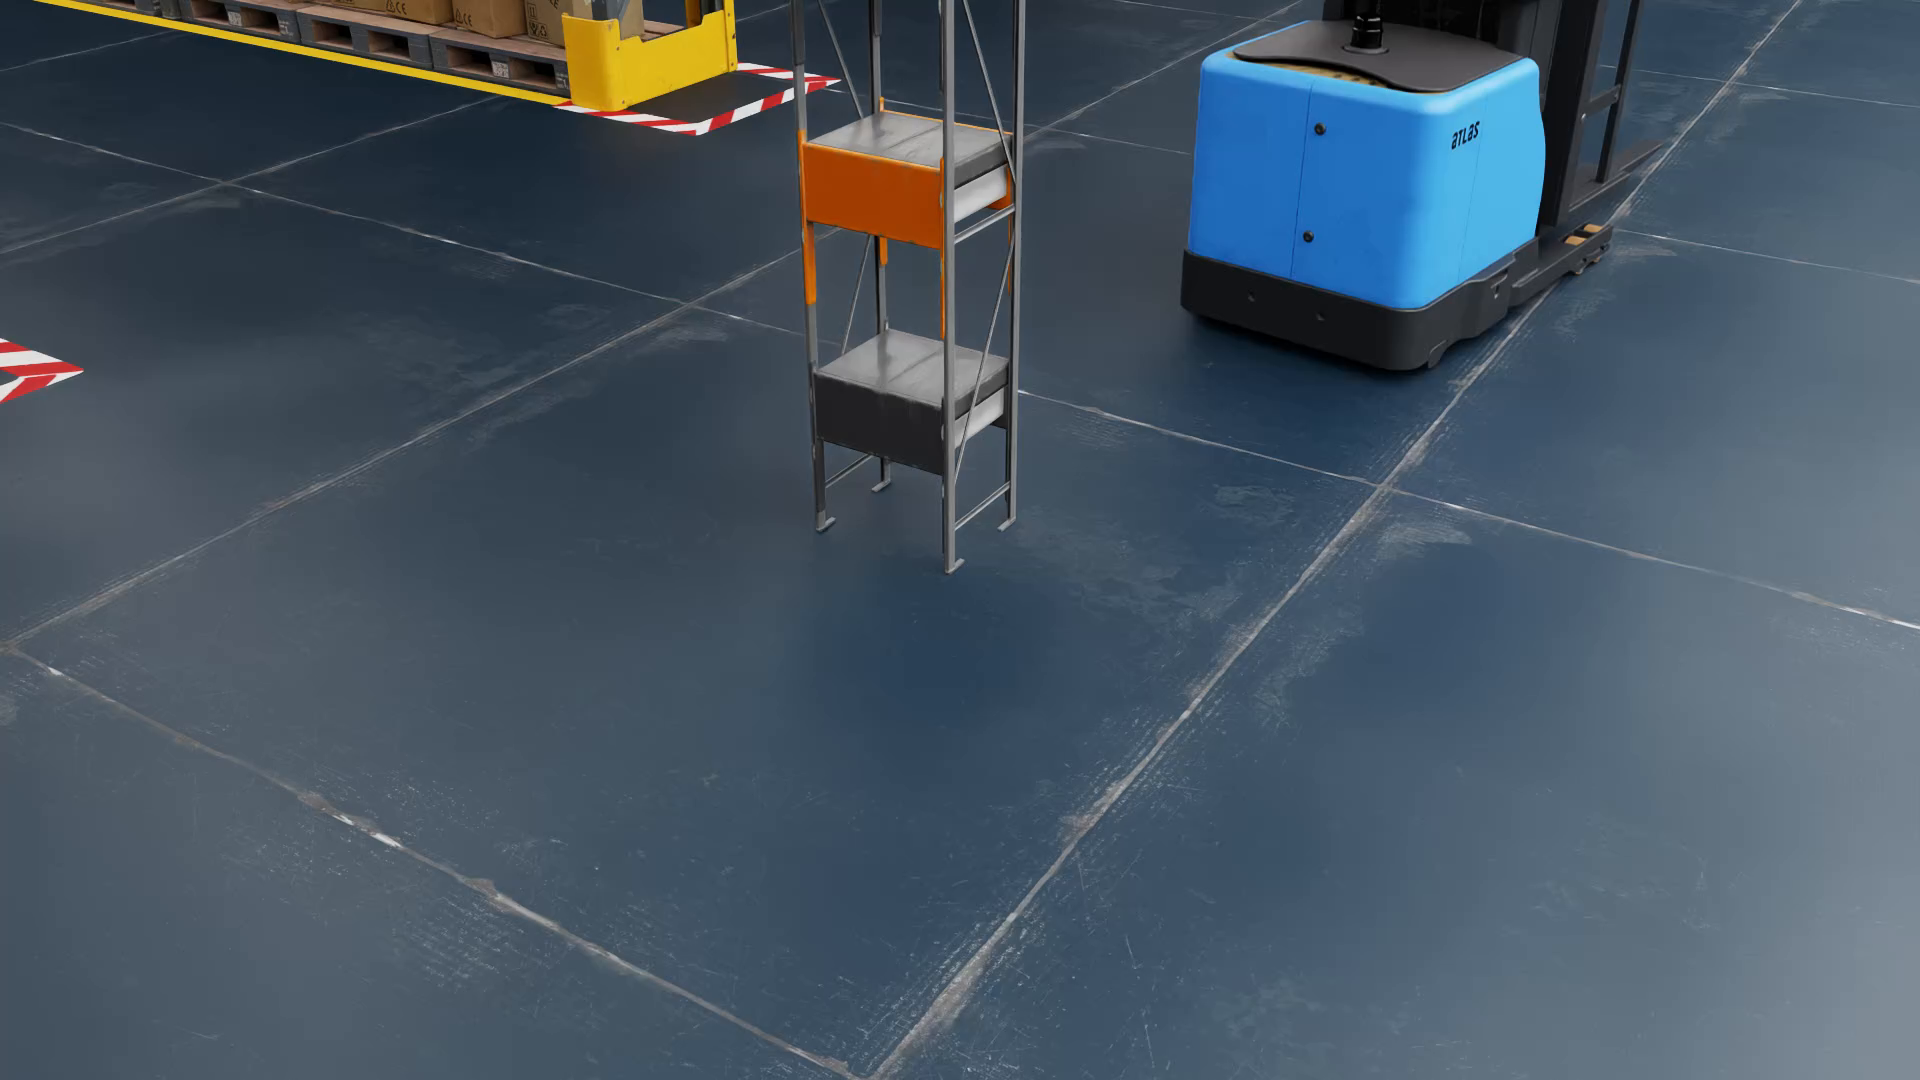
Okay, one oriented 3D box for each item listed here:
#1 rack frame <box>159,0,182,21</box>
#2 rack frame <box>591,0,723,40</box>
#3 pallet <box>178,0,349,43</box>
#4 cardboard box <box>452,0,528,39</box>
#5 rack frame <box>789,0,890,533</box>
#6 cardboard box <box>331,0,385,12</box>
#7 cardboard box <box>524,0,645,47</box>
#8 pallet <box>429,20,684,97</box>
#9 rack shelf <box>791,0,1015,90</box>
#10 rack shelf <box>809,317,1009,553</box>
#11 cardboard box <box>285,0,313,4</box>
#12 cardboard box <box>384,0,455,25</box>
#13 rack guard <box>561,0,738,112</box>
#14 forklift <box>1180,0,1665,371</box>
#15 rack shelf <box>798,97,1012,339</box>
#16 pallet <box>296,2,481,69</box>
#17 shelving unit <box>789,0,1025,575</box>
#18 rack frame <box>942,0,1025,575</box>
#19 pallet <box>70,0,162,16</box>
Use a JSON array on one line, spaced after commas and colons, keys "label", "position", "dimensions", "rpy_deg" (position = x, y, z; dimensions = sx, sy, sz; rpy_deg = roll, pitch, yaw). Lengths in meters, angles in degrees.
[{"label": "rack frame", "position": [-5.120, -5.049, 10.928], "dimensions": [0.127, 3.000, 1.000], "rpy_deg": [18, 35, 27]}, {"label": "rack frame", "position": [-1.732, -3.977, 9.091], "dimensions": [0.127, 3.000, 1.000], "rpy_deg": [18, 35, 27]}, {"label": "pallet", "position": [-4.532, -3.680, 11.348], "dimensions": [1.213, 0.211, 1.003], "rpy_deg": [18, 35, 27]}, {"label": "cardboard box", "position": [-2.776, -3.399, 10.163], "dimensions": [0.500, 0.500, 0.500], "rpy_deg": [-25, 38, -36]}, {"label": "rack frame", "position": [-0.347, -1.017, 4.909], "dimensions": [0.015, 2.100, 0.400], "rpy_deg": [18, 35, 27]}, {"label": "cardboard box", "position": [-3.745, -3.743, 10.754], "dimensions": [0.500, 0.500, 0.500], "rpy_deg": [14, 33, 23]}, {"label": "cardboard box", "position": [-2.252, -3.254, 9.914], "dimensions": [0.500, 0.500, 0.500], "rpy_deg": [25, 39, 36]}, {"label": "pallet", "position": [-2.465, -3.026, 10.227], "dimensions": [1.213, 0.211, 1.003], "rpy_deg": [18, 35, 27]}, {"label": "rack shelf", "position": [-0.140, -1.544, 4.451], "dimensions": [0.480, 0.518, 0.431], "rpy_deg": [18, 35, 27]}, {"label": "rack shelf", "position": [-0.140, -0.335, 5.157], "dimensions": [0.480, 0.518, 0.431], "rpy_deg": [18, 35, 27]}, {"label": "cardboard box", "position": [-4.313, -3.876, 10.981], "dimensions": [0.500, 0.500, 0.500], "rpy_deg": [-23, 37, -33]}, {"label": "cardboard box", "position": [-3.296, -3.575, 10.465], "dimensions": [0.500, 0.500, 0.500], "rpy_deg": [21, 36, 32]}, {"label": "rack guard", "position": [-1.796, -2.918, 9.756], "dimensions": [0.348, 0.500, 1.175], "rpy_deg": [18, 35, 27]}, {"label": "forklift", "position": [2.228, -2.564, 6.736], "dimensions": [1.130, 2.935, 3.031], "rpy_deg": [23, 37, 34]}, {"label": "rack shelf", "position": [-0.140, -0.940, 4.804], "dimensions": [0.480, 0.518, 0.431], "rpy_deg": [18, 35, 27]}, {"label": "pallet", "position": [-3.495, -3.353, 10.788], "dimensions": [1.213, 0.211, 1.003], "rpy_deg": [18, 35, 27]}, {"label": "shelving unit", "position": [-0.140, -0.951, 4.797], "dimensions": [0.503, 2.100, 0.431], "rpy_deg": [18, 35, 27]}, {"label": "rack frame", "position": [0.066, -0.886, 4.685], "dimensions": [0.015, 2.100, 0.400], "rpy_deg": [18, 35, 27]}, {"label": "pallet", "position": [-5.780, -4.052, 11.987], "dimensions": [1.213, 0.211, 1.003], "rpy_deg": [18, 35, 27]}]
